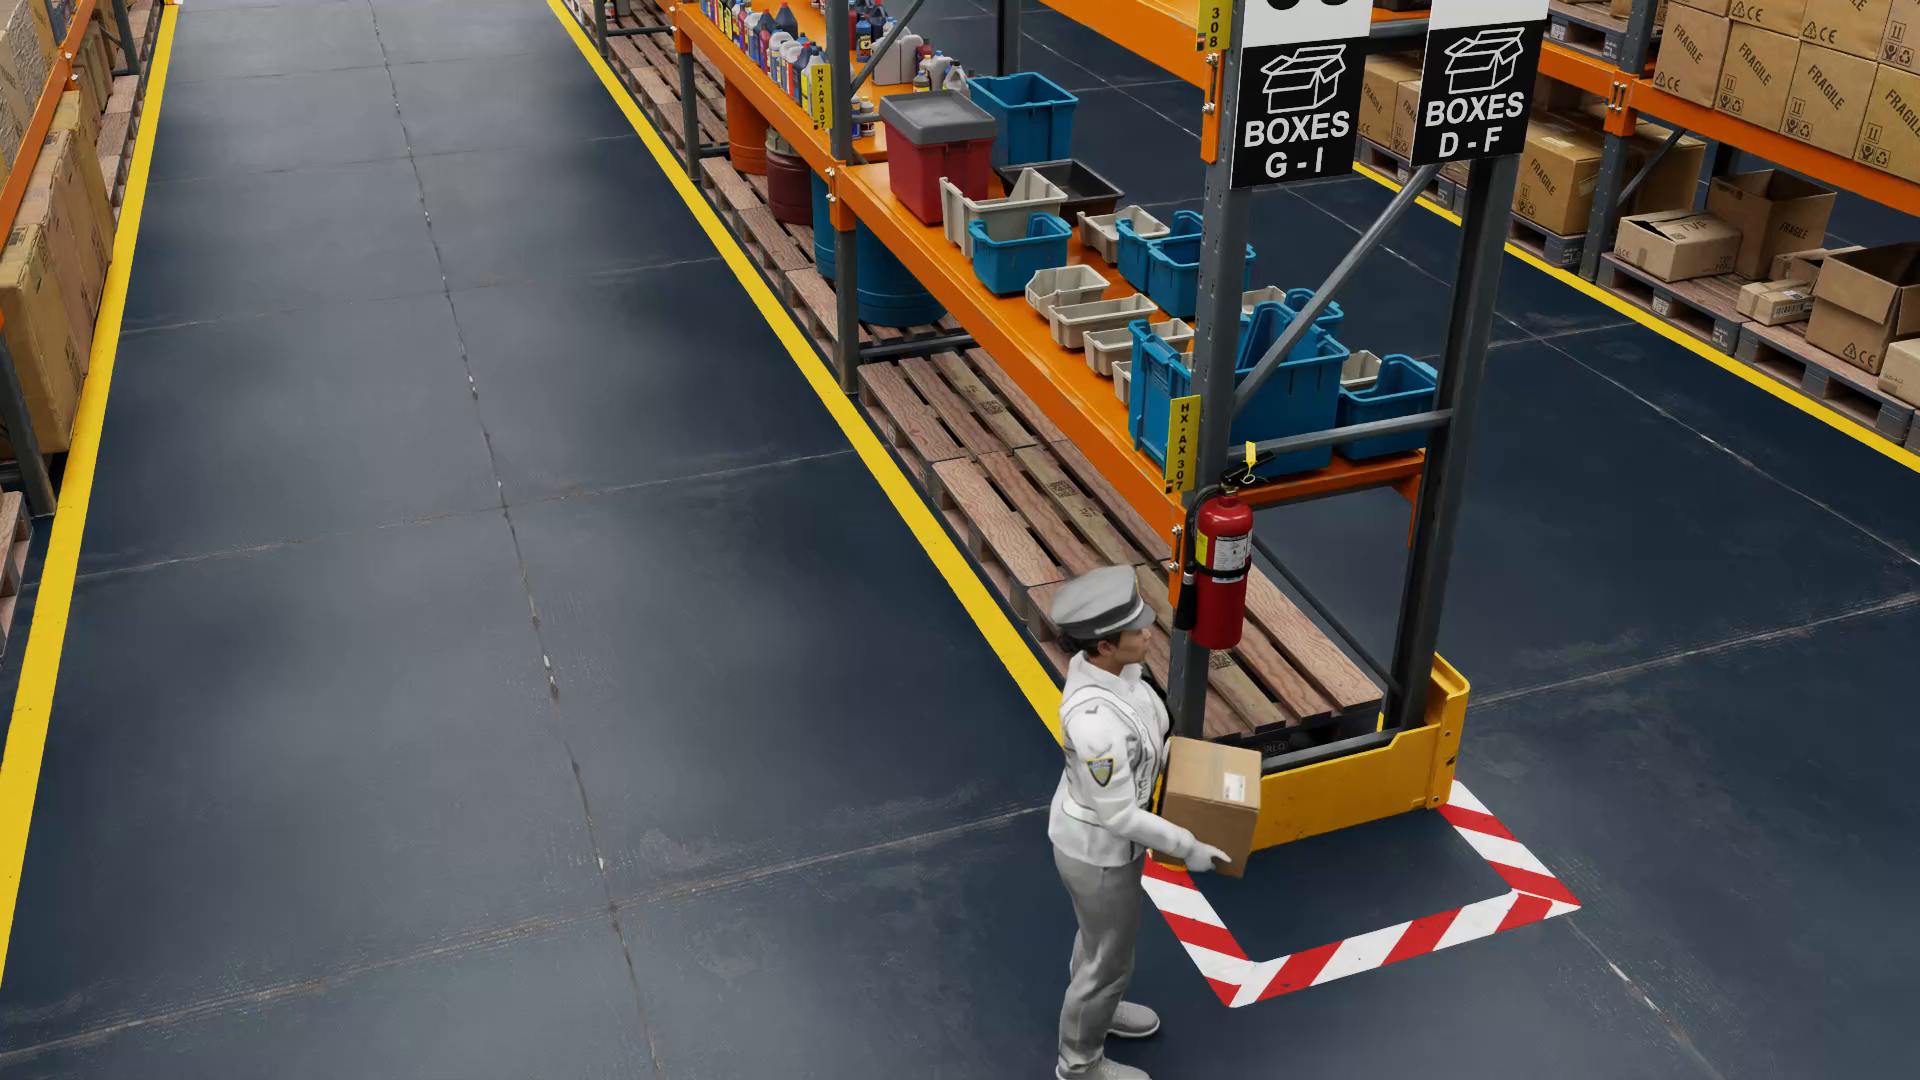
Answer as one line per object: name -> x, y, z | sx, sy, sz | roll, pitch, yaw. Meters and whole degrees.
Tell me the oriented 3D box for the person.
person -> 0.491, 0.832, 4.658 | 0.529, 1.692, 0.479 | 5, 30, 8
